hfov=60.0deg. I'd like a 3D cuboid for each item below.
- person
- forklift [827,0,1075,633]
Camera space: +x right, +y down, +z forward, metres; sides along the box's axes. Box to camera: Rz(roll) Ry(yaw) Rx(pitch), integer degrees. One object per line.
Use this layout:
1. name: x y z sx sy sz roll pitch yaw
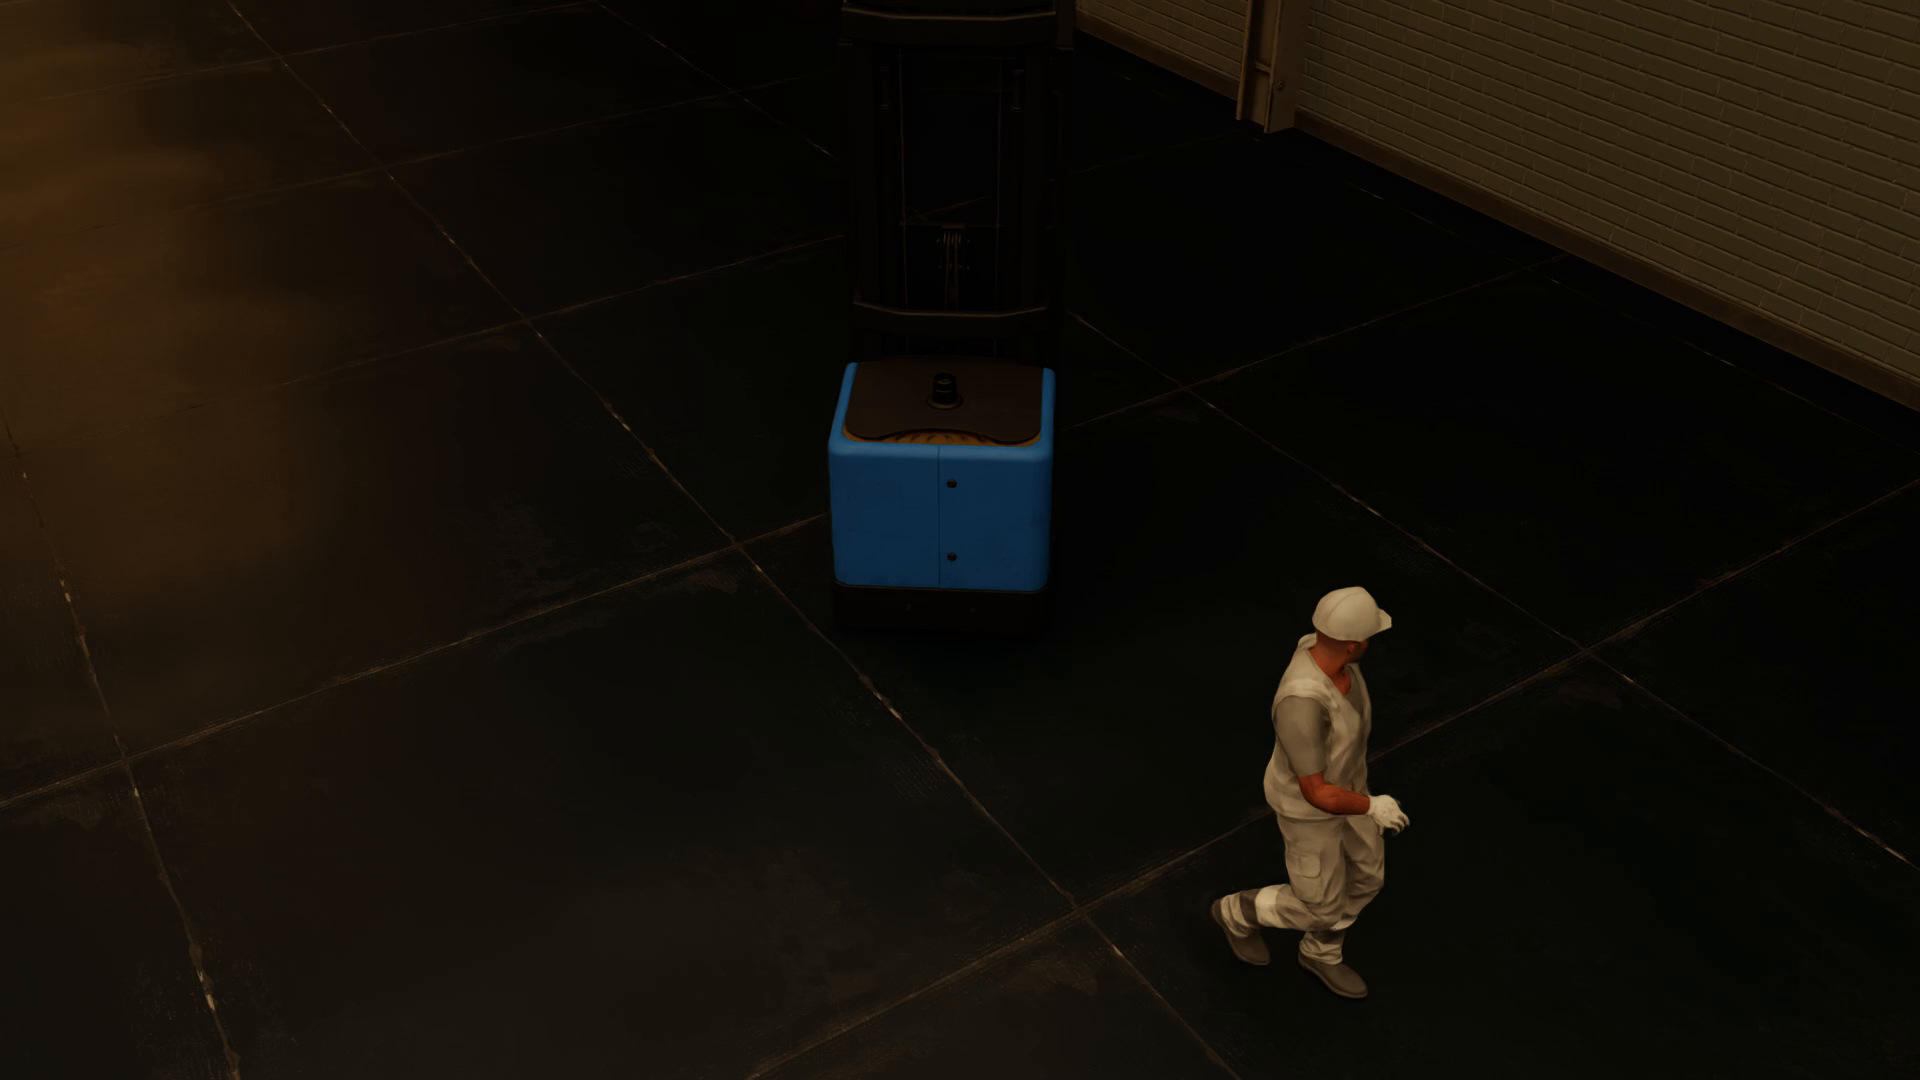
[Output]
1. person: 1.322 0.890 5.936 0.633 1.724 0.697 25 42 31
2. forklift: -0.006 -1.578 8.394 1.130 2.935 3.031 2 35 3
